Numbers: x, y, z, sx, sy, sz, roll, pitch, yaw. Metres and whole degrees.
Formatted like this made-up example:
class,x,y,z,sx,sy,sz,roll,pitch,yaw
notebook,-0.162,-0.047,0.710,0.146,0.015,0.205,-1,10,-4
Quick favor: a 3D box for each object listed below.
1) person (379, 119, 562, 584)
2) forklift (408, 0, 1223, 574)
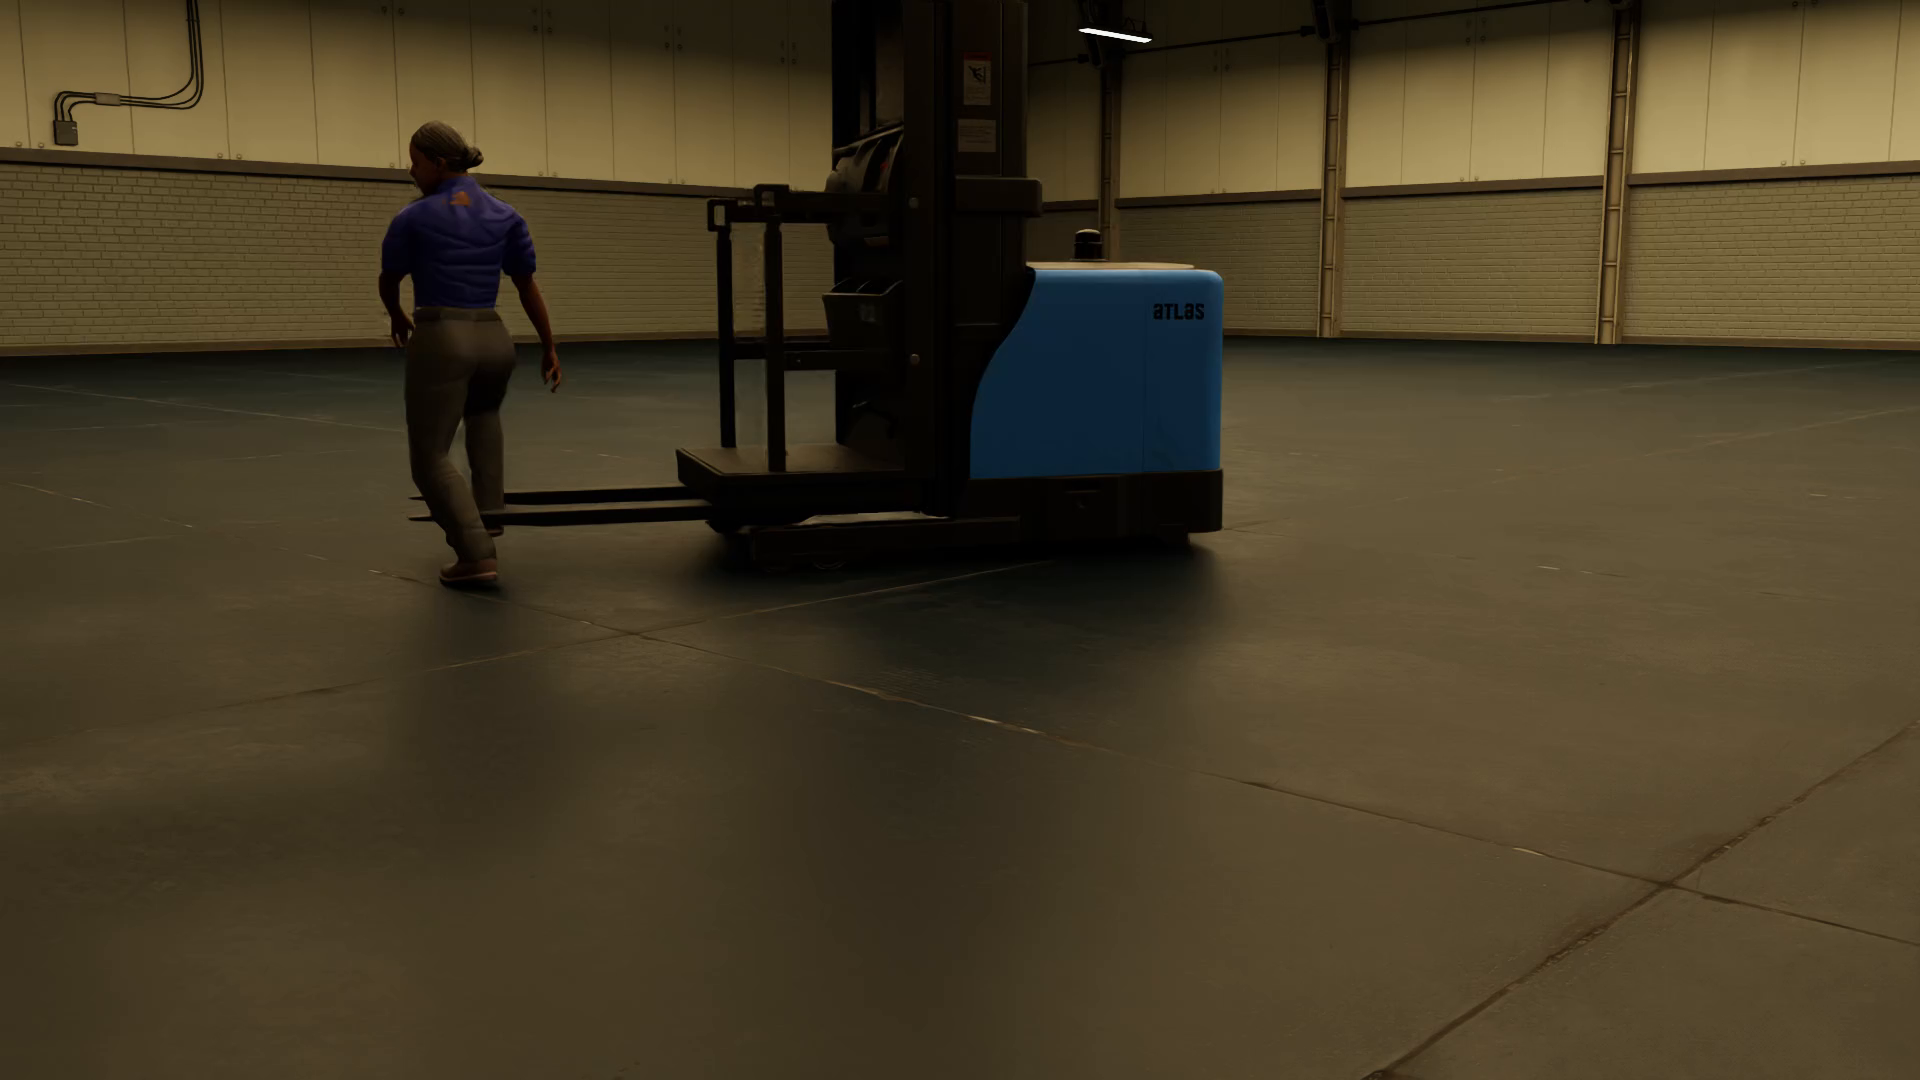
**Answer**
class,x,y,z,sx,sy,sz,roll,pitch,yaw
person,-1.726,-0.673,5.893,0.783,1.571,0.599,8,12,42
forklift,-0.551,-1.418,6.289,3.031,2.935,1.130,-3,9,-18
